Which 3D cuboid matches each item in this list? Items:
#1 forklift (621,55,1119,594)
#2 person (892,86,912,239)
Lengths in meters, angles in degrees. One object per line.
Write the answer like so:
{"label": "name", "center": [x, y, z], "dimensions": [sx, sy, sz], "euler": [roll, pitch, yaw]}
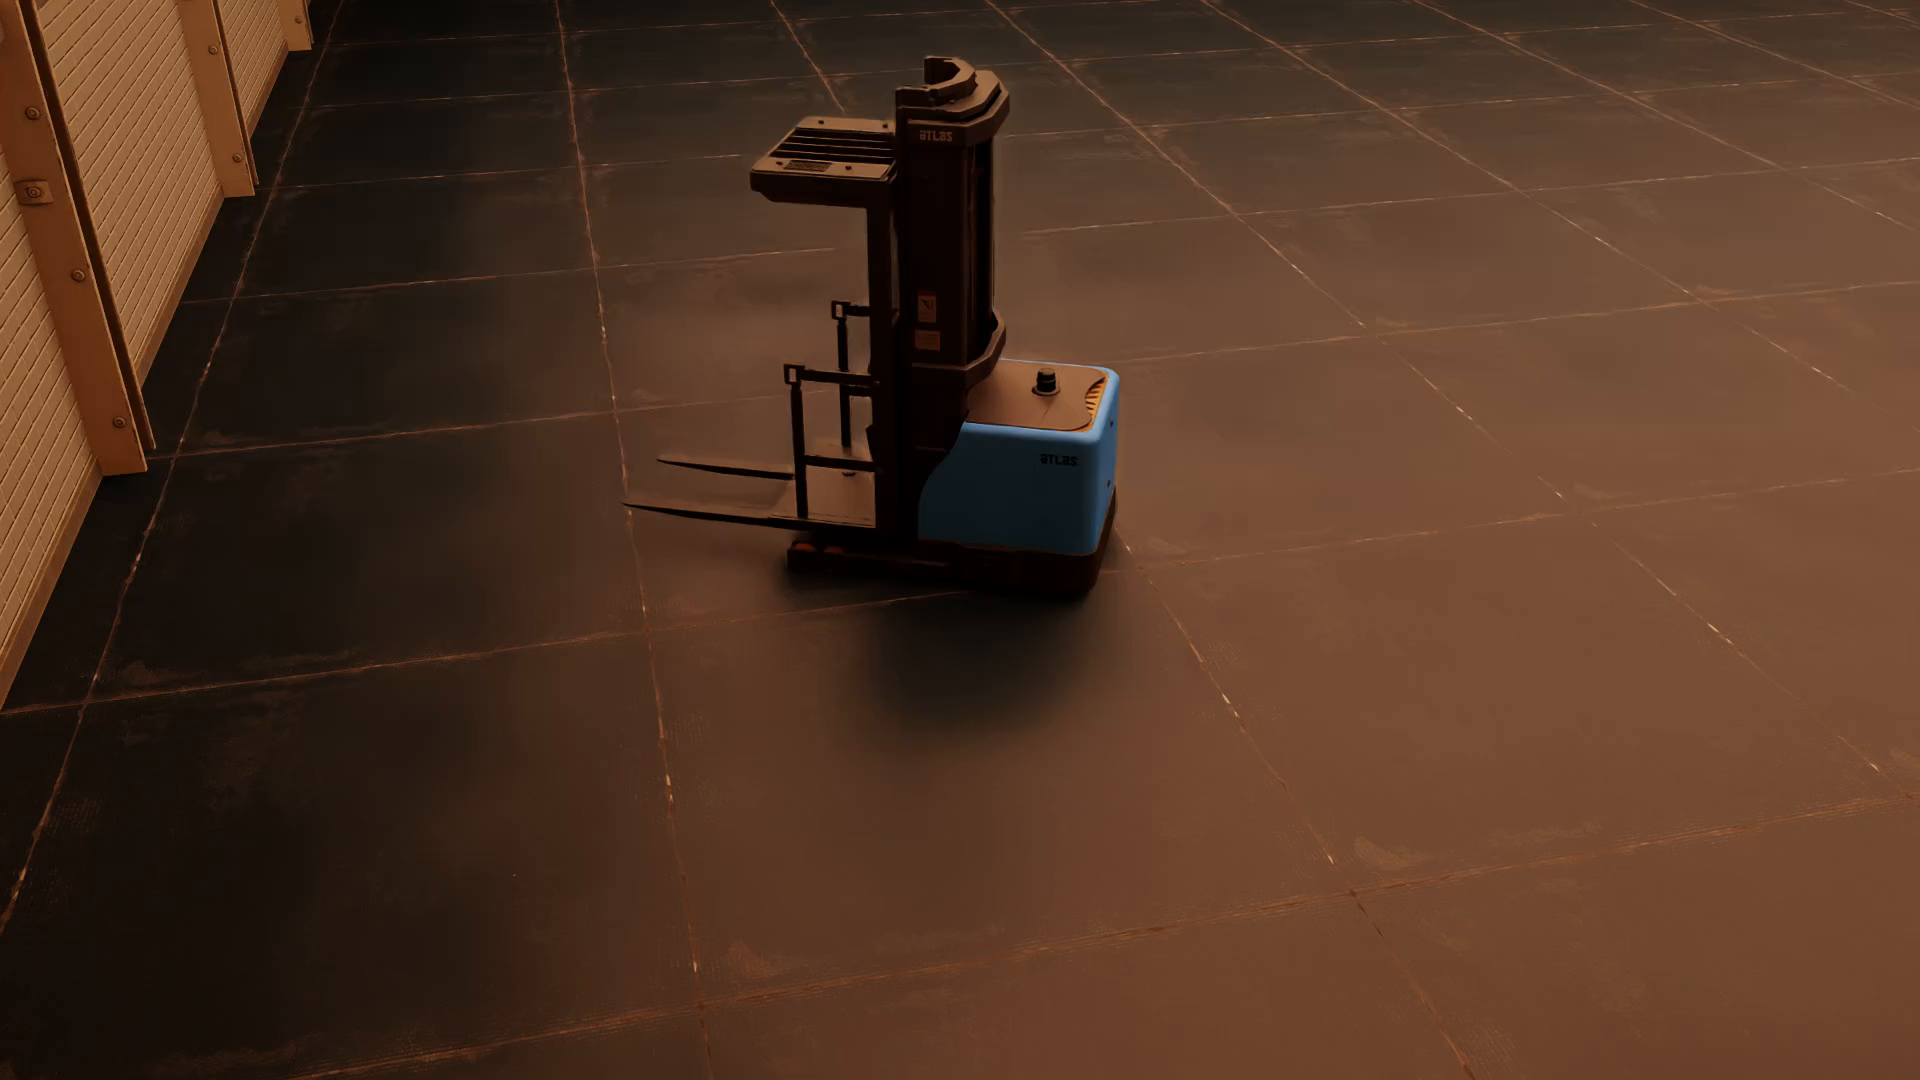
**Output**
{"label": "forklift", "center": [-0.585, -1.313, 9.843], "dimensions": [3.031, 2.935, 1.130], "euler": [6, 31, 10]}
{"label": "person", "center": [-0.261, -3.073, 14.288], "dimensions": [0.552, 1.630, 1.018], "euler": [19, 35, 30]}
